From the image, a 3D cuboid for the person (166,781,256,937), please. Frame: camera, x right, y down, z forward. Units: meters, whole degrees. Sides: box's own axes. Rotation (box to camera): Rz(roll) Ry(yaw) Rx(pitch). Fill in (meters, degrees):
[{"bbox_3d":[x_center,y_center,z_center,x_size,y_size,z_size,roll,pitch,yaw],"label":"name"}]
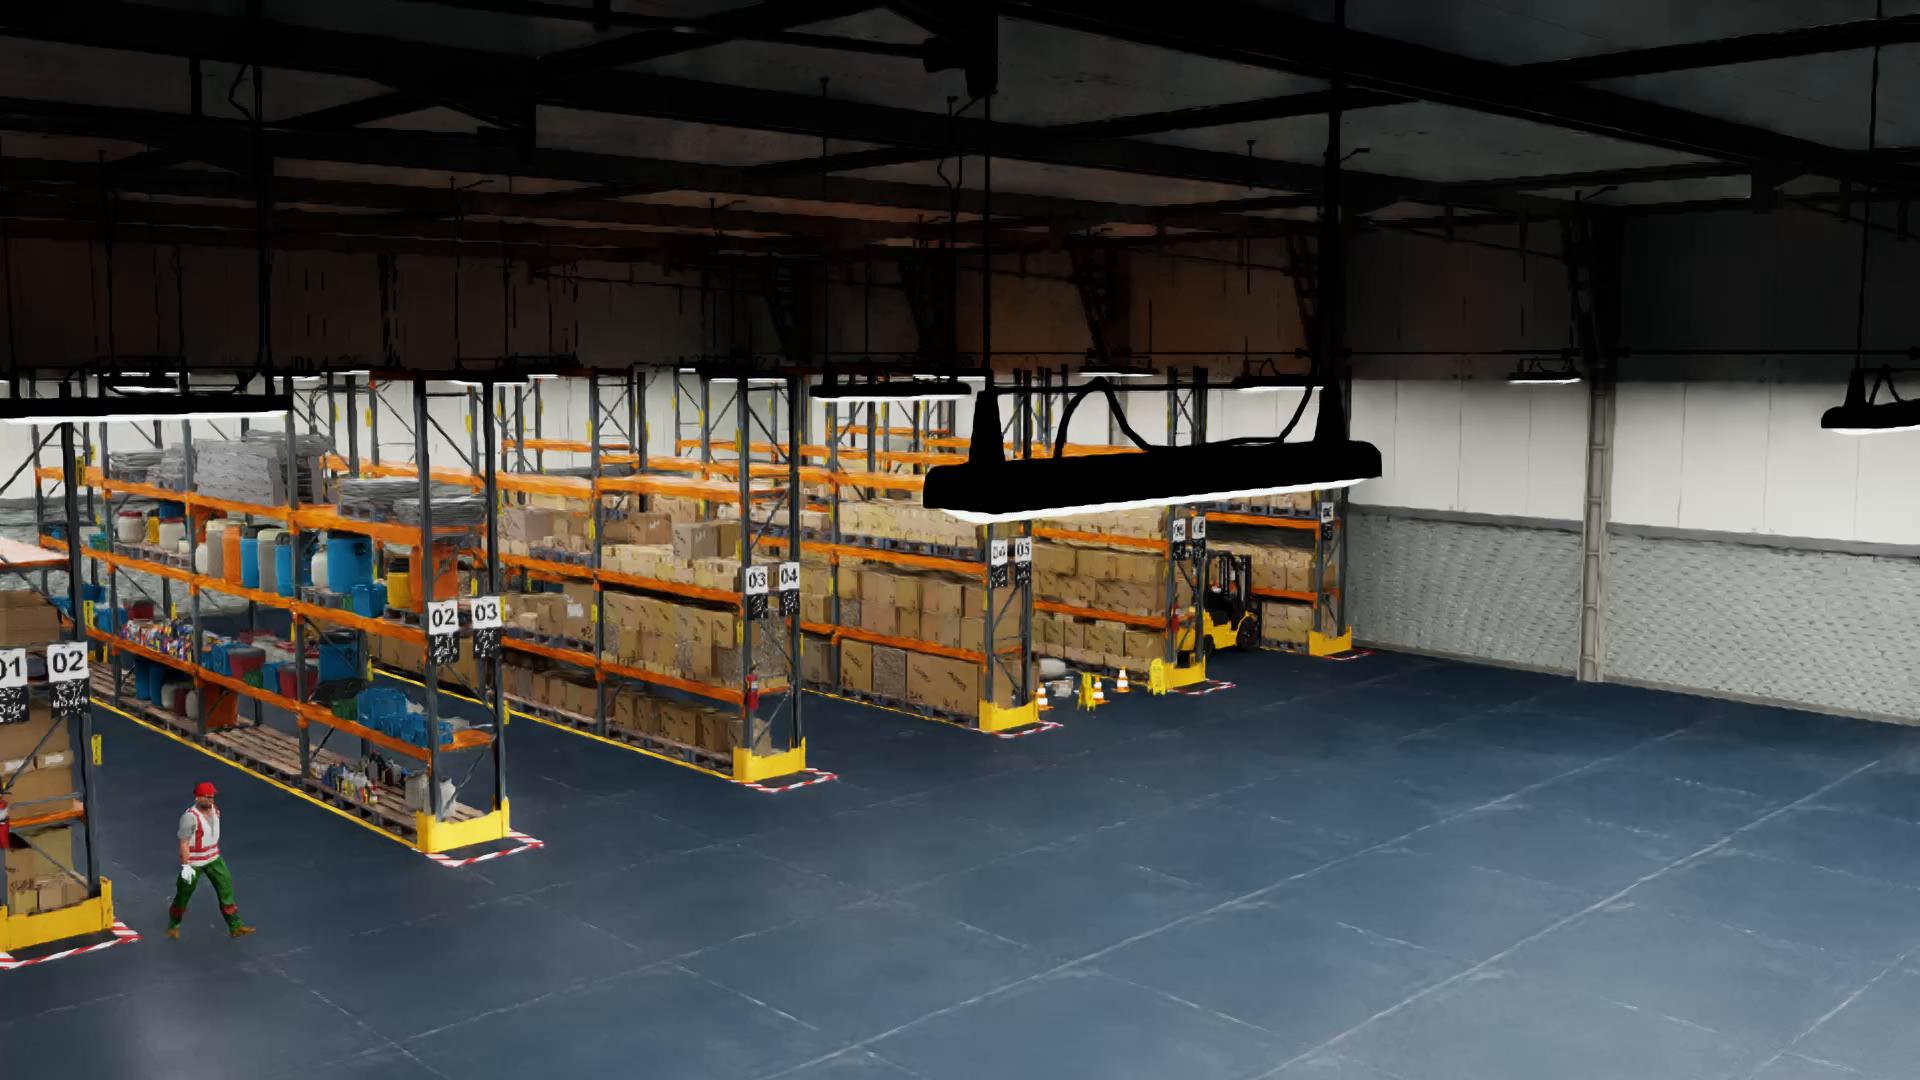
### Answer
[{"bbox_3d":[-8.148,3.452,17.940,0.965,1.745,0.597,3,7,23],"label":"person"}]
